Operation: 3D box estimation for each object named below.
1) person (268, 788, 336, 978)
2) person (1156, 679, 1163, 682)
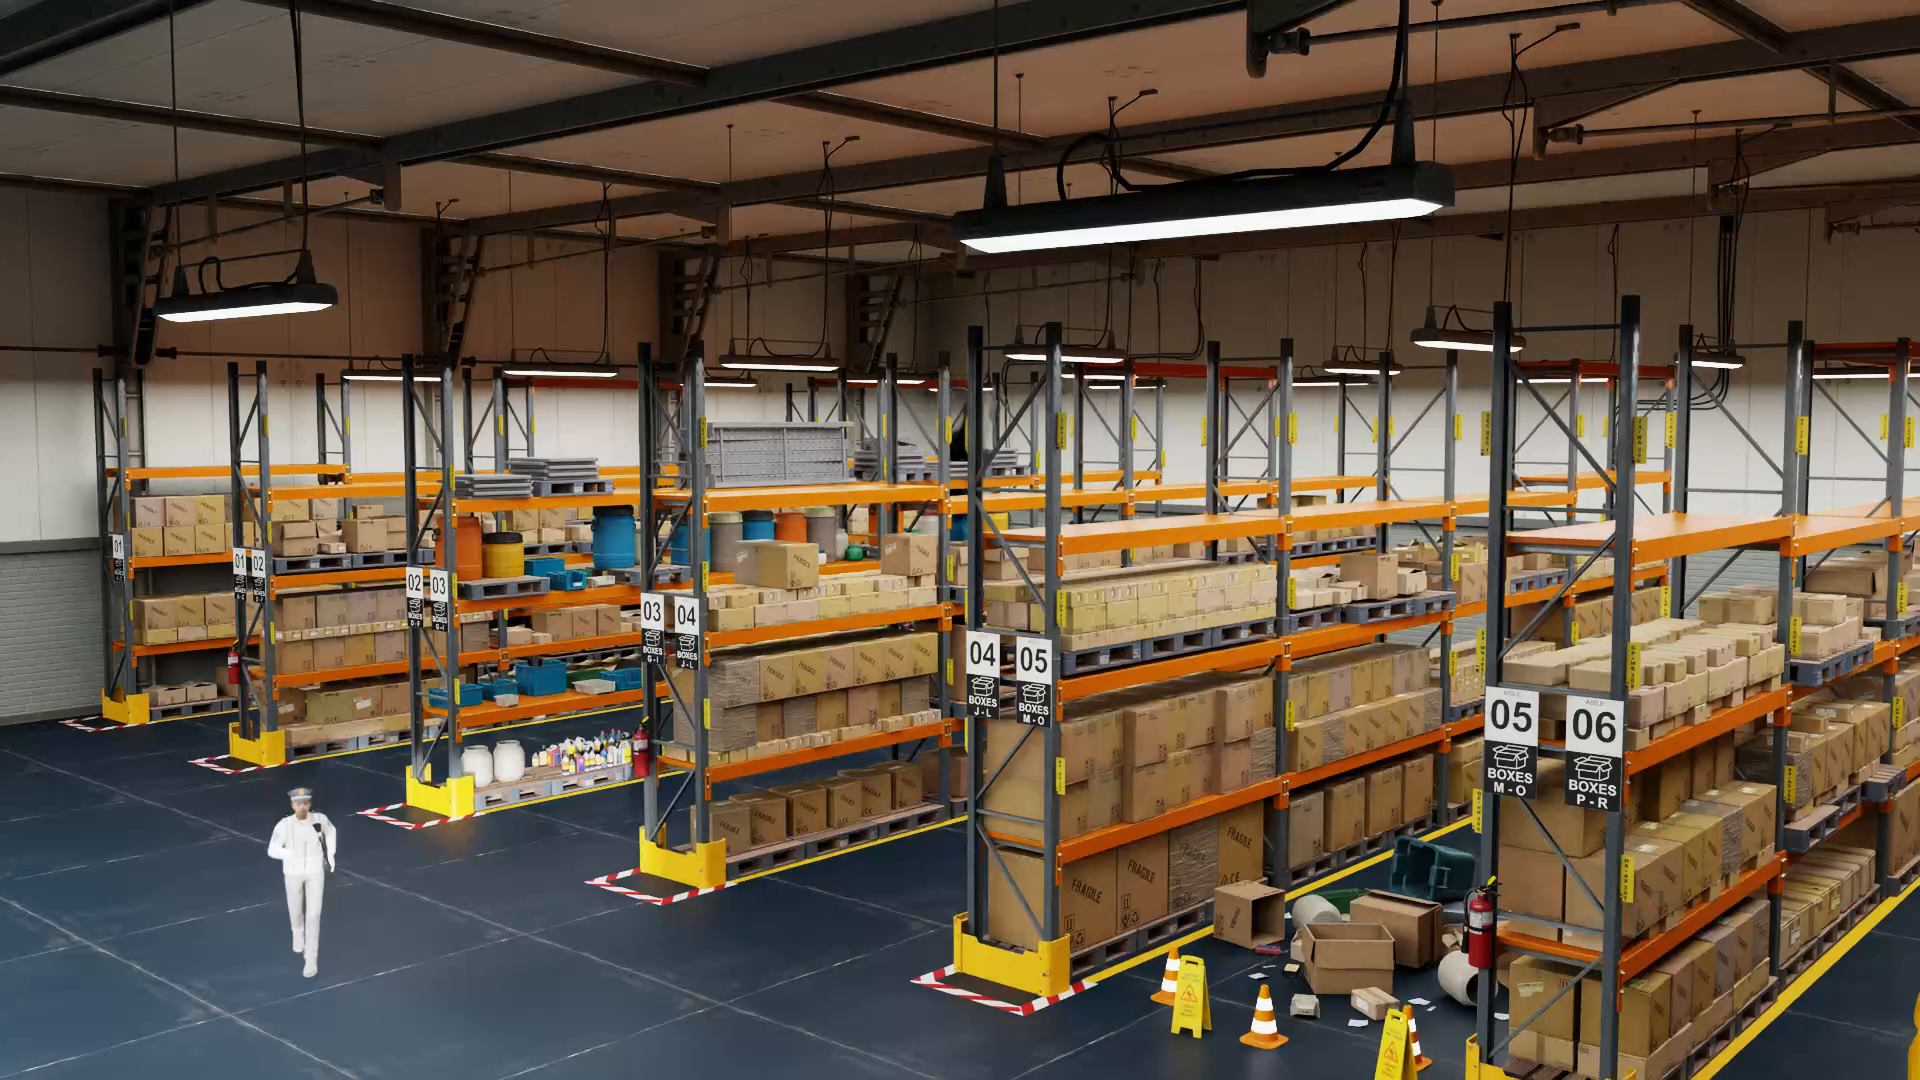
[{"bbox_3d":[-6.173,3.147,15.640,0.598,1.697,0.919,-2,5,-22],"label":"person"},{"bbox_3d":[2.818,2.683,22.686,0.566,1.675,0.974,3,5,35],"label":"person"}]
